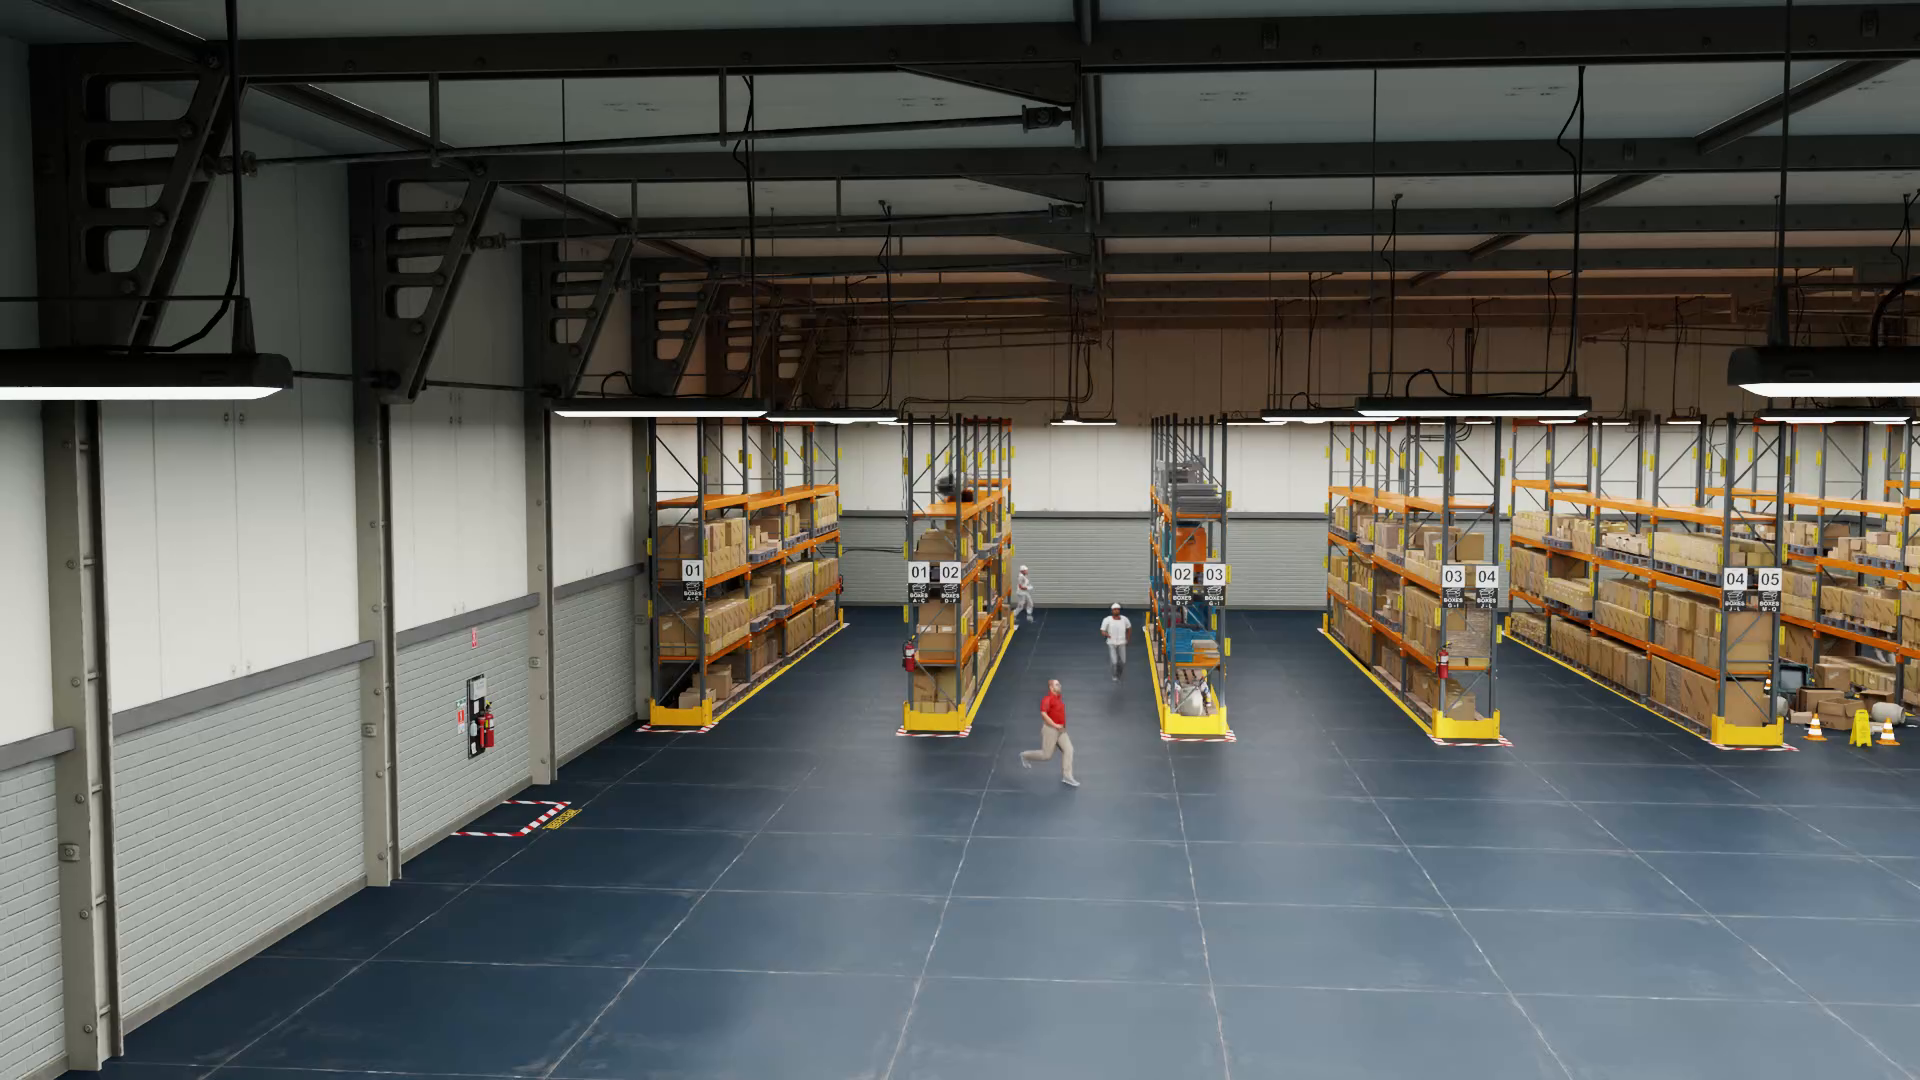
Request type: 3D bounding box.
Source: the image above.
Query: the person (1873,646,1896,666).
[{"bbox_3d":[21.488,2.243,38.569,0.684,1.763,0.766,0,4,7],"label":"person"}]

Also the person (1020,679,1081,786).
[{"bbox_3d":[1.475,3.095,26.831,1.024,1.719,0.642,2,4,31],"label":"person"}]

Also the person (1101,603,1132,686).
[{"bbox_3d":[3.348,2.241,35.400,0.686,1.781,0.593,0,4,-3],"label":"person"}]

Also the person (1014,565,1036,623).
[{"bbox_3d":[1.794,1.604,48.631,0.741,1.768,0.796,1,4,16],"label":"person"}]
